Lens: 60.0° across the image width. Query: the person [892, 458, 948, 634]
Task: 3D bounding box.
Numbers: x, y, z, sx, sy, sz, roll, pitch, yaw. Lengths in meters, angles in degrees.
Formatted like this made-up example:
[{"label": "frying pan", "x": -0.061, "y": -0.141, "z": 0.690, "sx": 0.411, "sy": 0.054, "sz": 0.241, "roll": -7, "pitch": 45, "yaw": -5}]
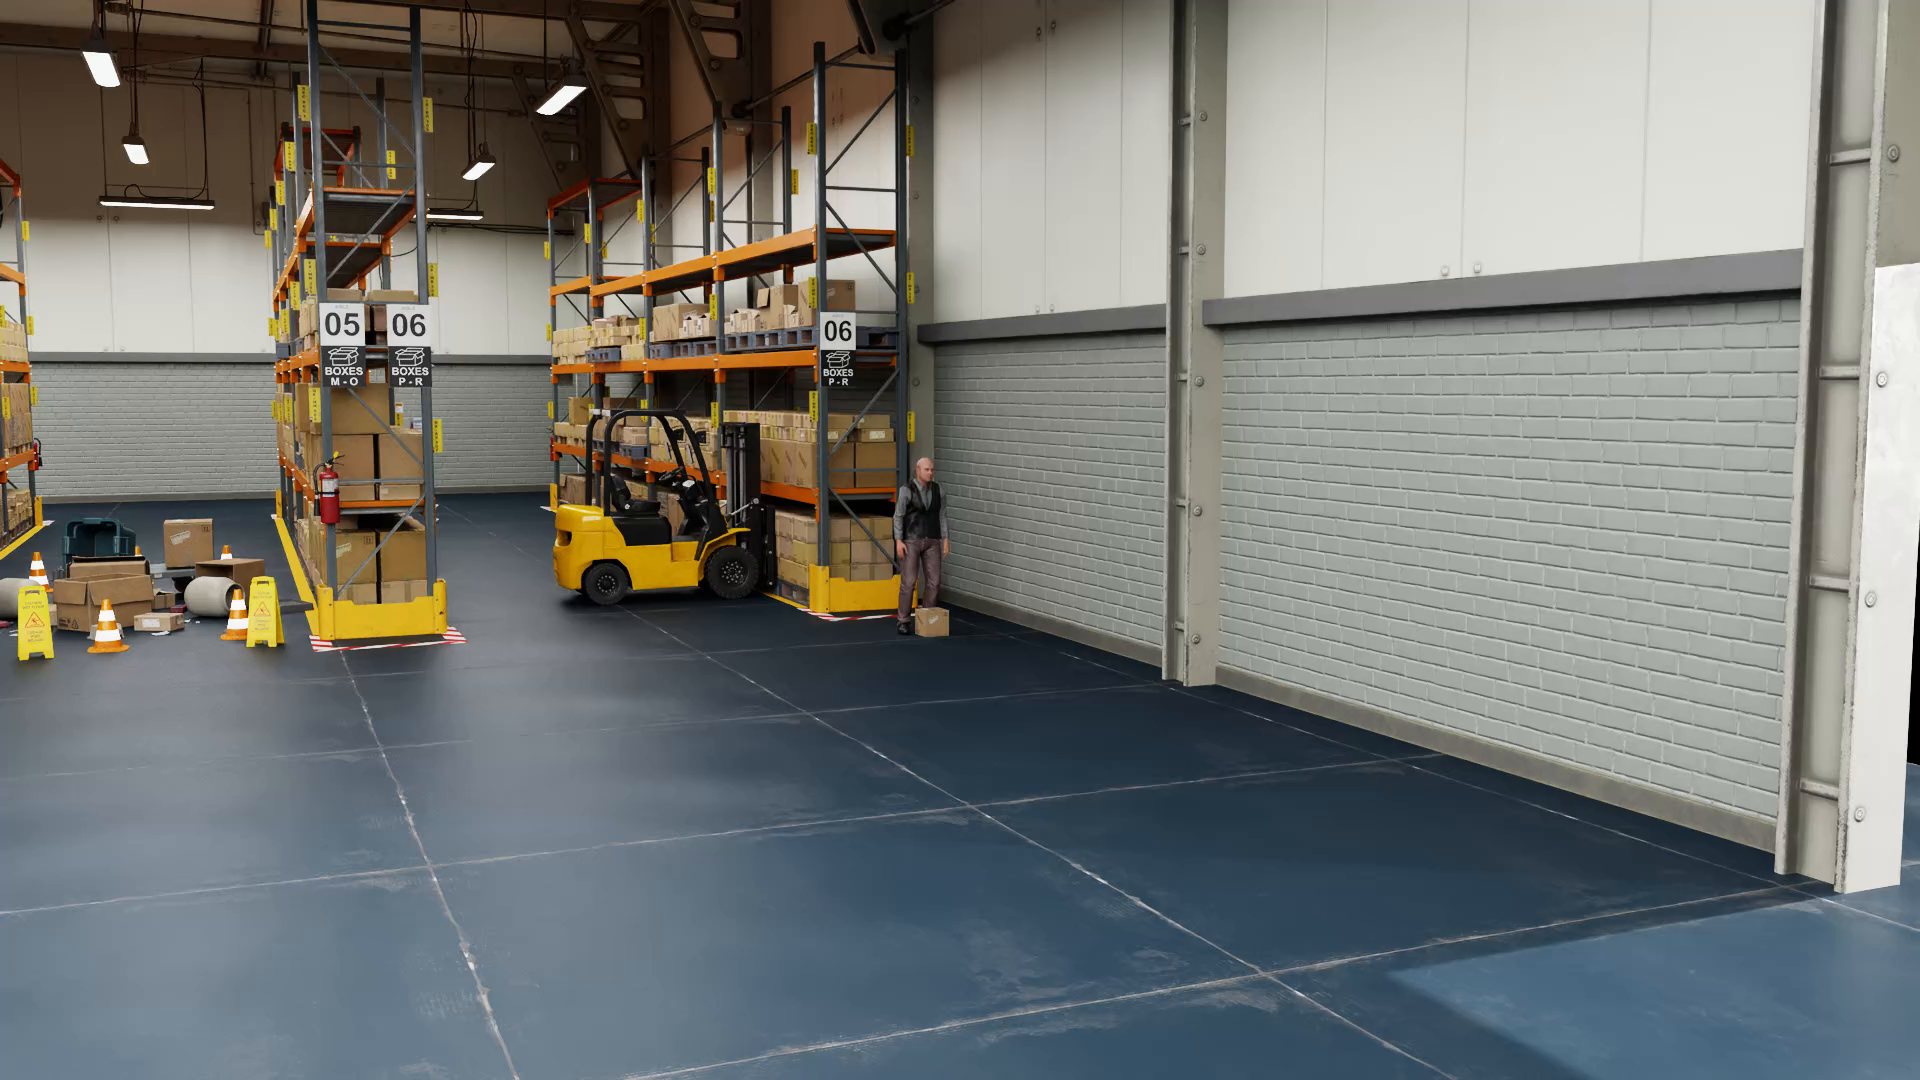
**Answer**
[{"label": "person", "x": -0.395, "y": 0.097, "z": 16.402, "sx": 0.581, "sy": 1.616, "sz": 0.413, "roll": -2, "pitch": 6, "yaw": -24}]
